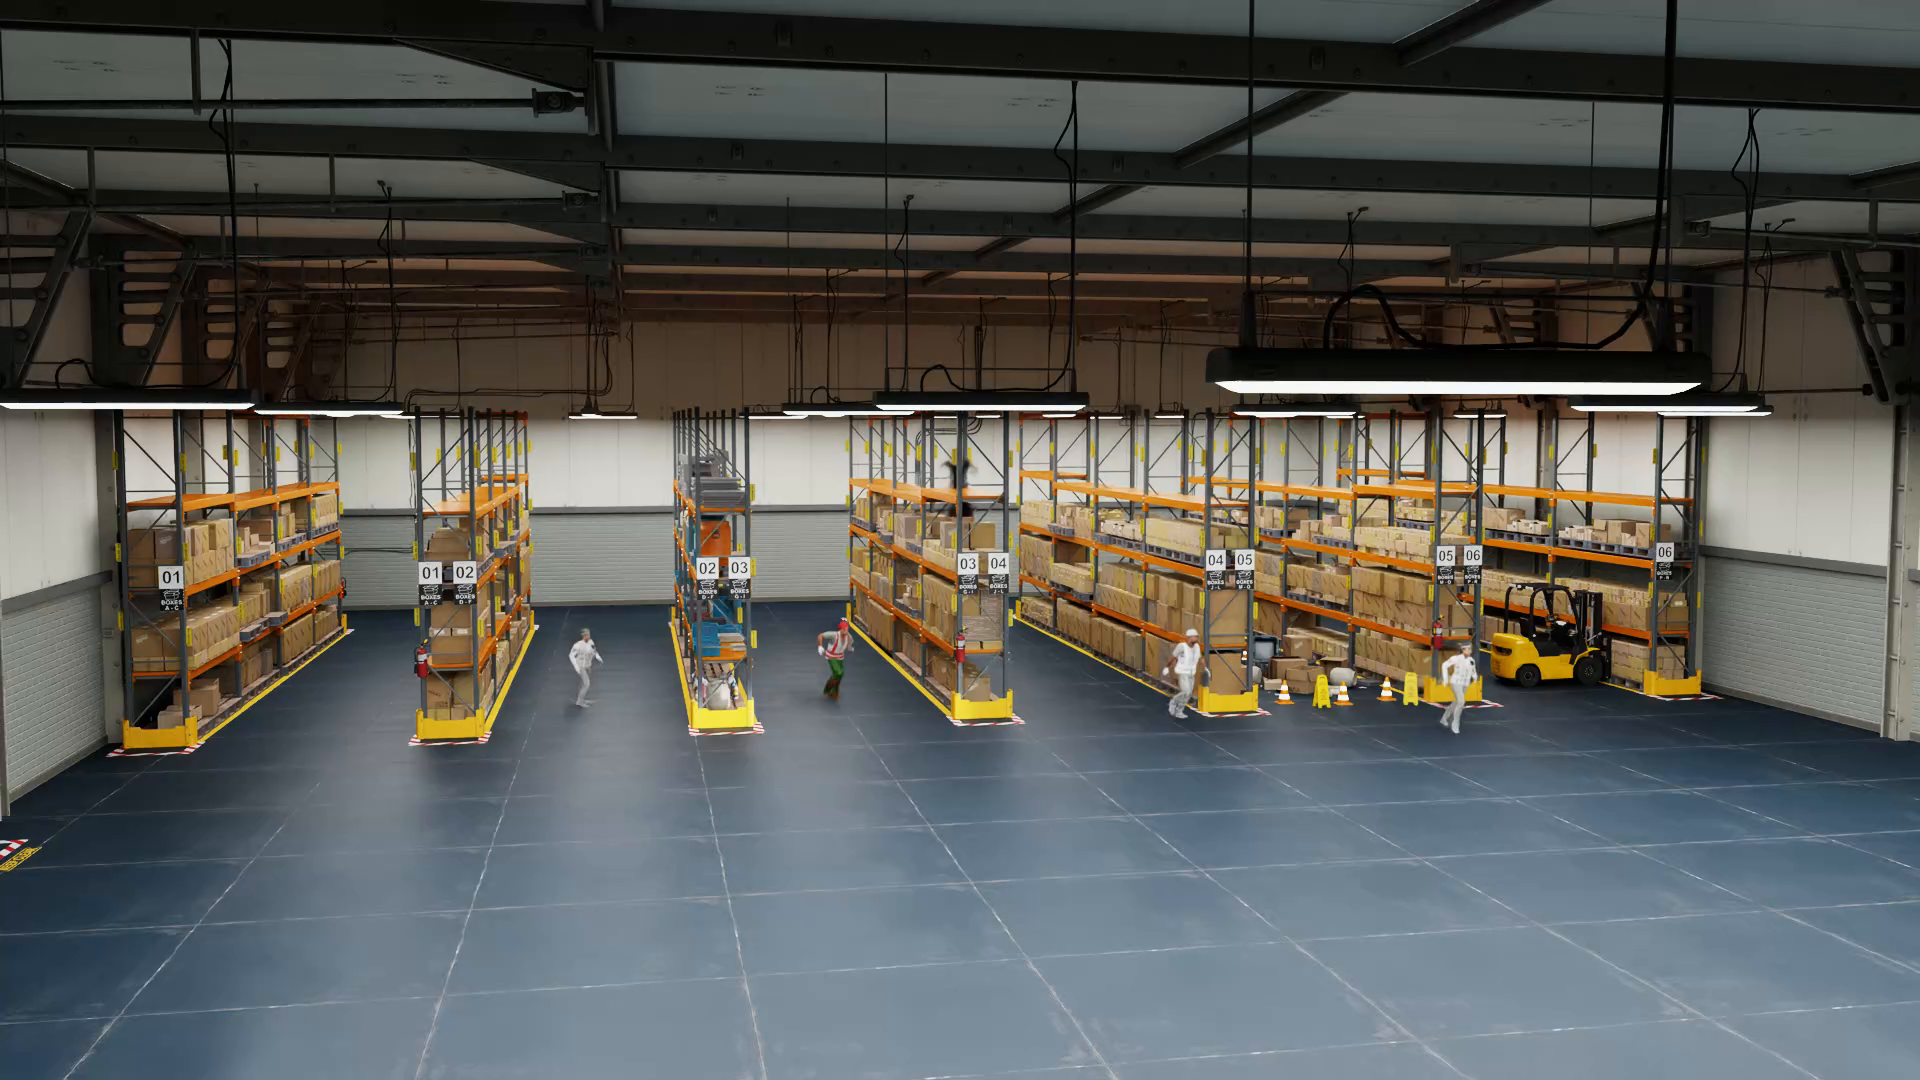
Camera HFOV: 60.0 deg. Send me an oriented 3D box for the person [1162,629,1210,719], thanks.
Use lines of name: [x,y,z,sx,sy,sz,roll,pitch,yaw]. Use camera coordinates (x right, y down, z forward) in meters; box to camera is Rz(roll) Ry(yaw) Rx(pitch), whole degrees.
person: [4.373,2.576,31.995,0.696,1.739,0.745,-3,5,-39]

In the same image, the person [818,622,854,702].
person: [-2.570,2.483,34.107,0.713,1.676,0.978,-3,5,-36]

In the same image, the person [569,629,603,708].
person: [-7.524,2.563,33.456,0.758,1.621,0.634,2,4,23]

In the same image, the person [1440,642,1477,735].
person: [9.210,2.699,30.702,0.662,1.663,0.778,-2,4,-23]
